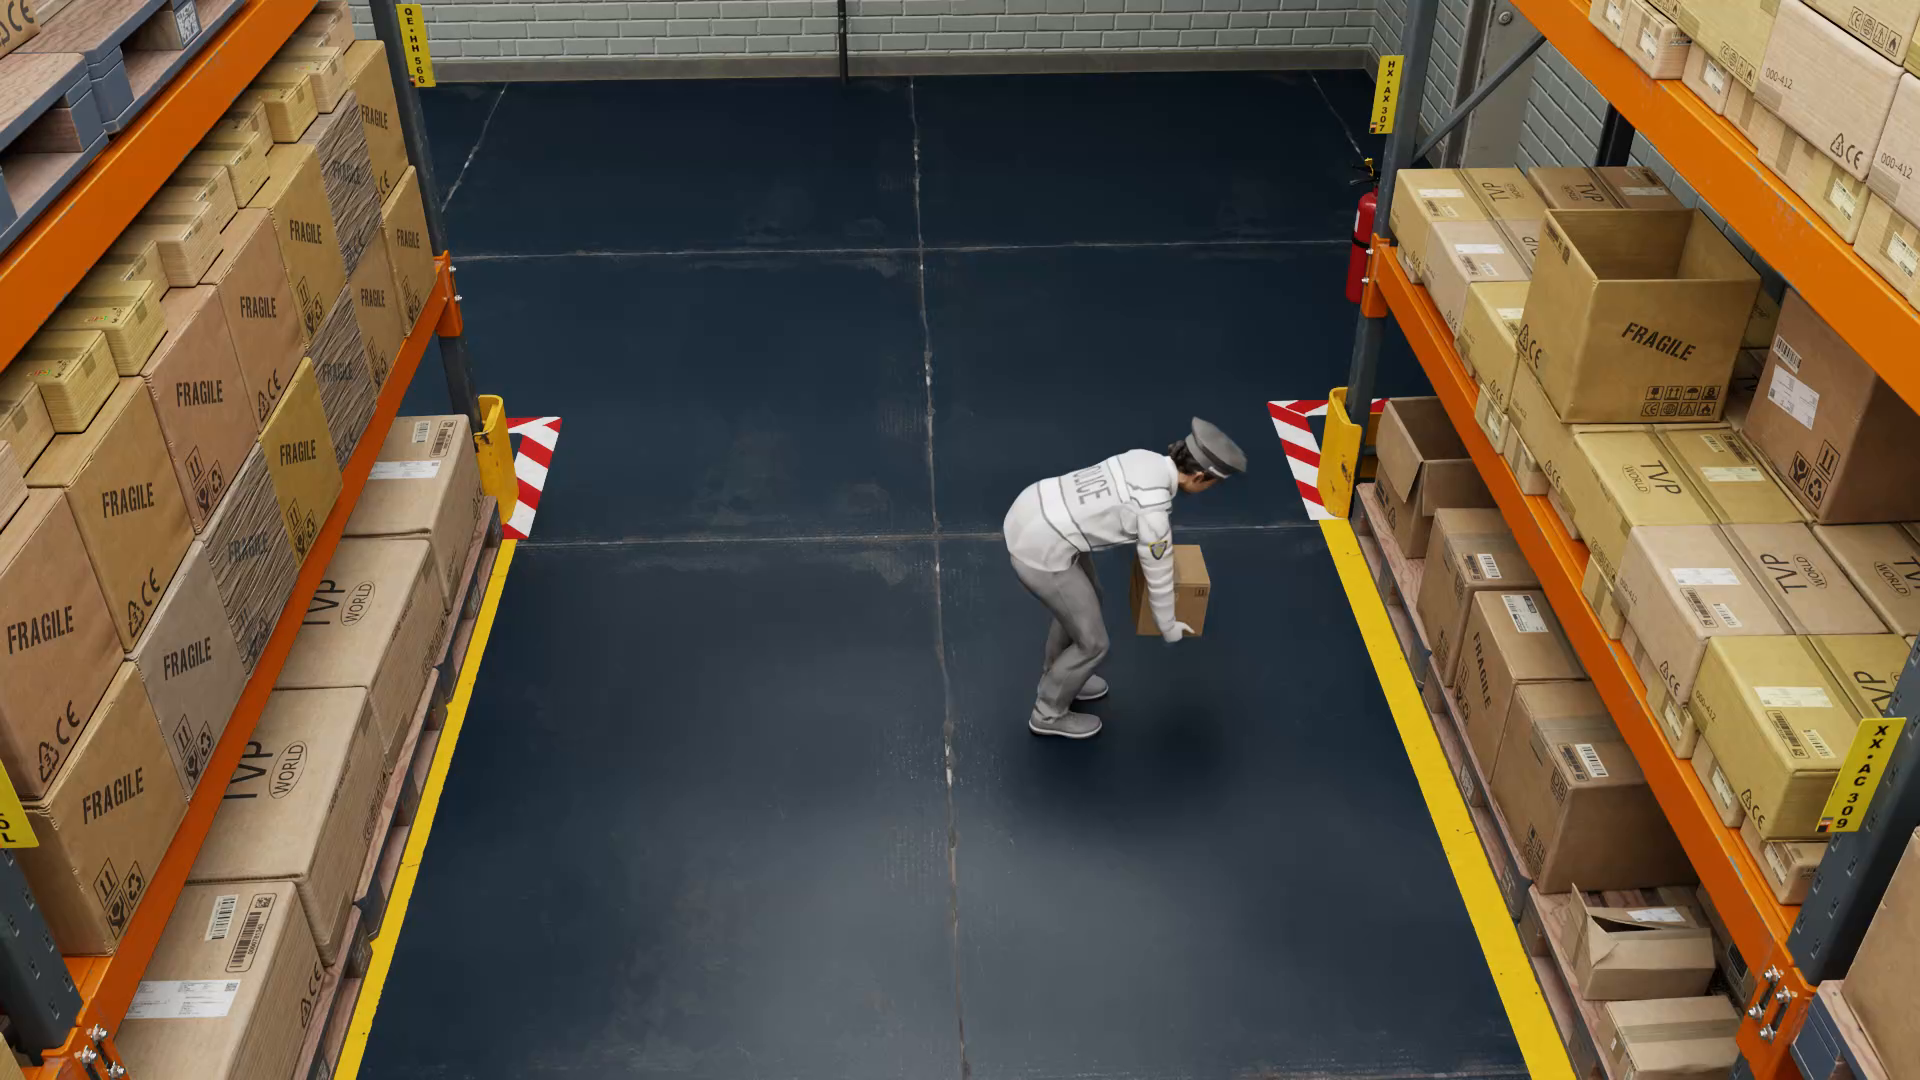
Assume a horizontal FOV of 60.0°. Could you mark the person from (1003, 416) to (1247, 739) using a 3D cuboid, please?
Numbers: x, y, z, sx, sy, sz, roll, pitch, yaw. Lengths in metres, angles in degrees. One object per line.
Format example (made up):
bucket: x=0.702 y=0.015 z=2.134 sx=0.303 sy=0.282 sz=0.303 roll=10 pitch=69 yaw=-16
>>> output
person: x=0.601 y=0.141 z=6.270 sx=0.878 sy=1.296 sz=0.421 roll=-3 pitch=36 yaw=-4
